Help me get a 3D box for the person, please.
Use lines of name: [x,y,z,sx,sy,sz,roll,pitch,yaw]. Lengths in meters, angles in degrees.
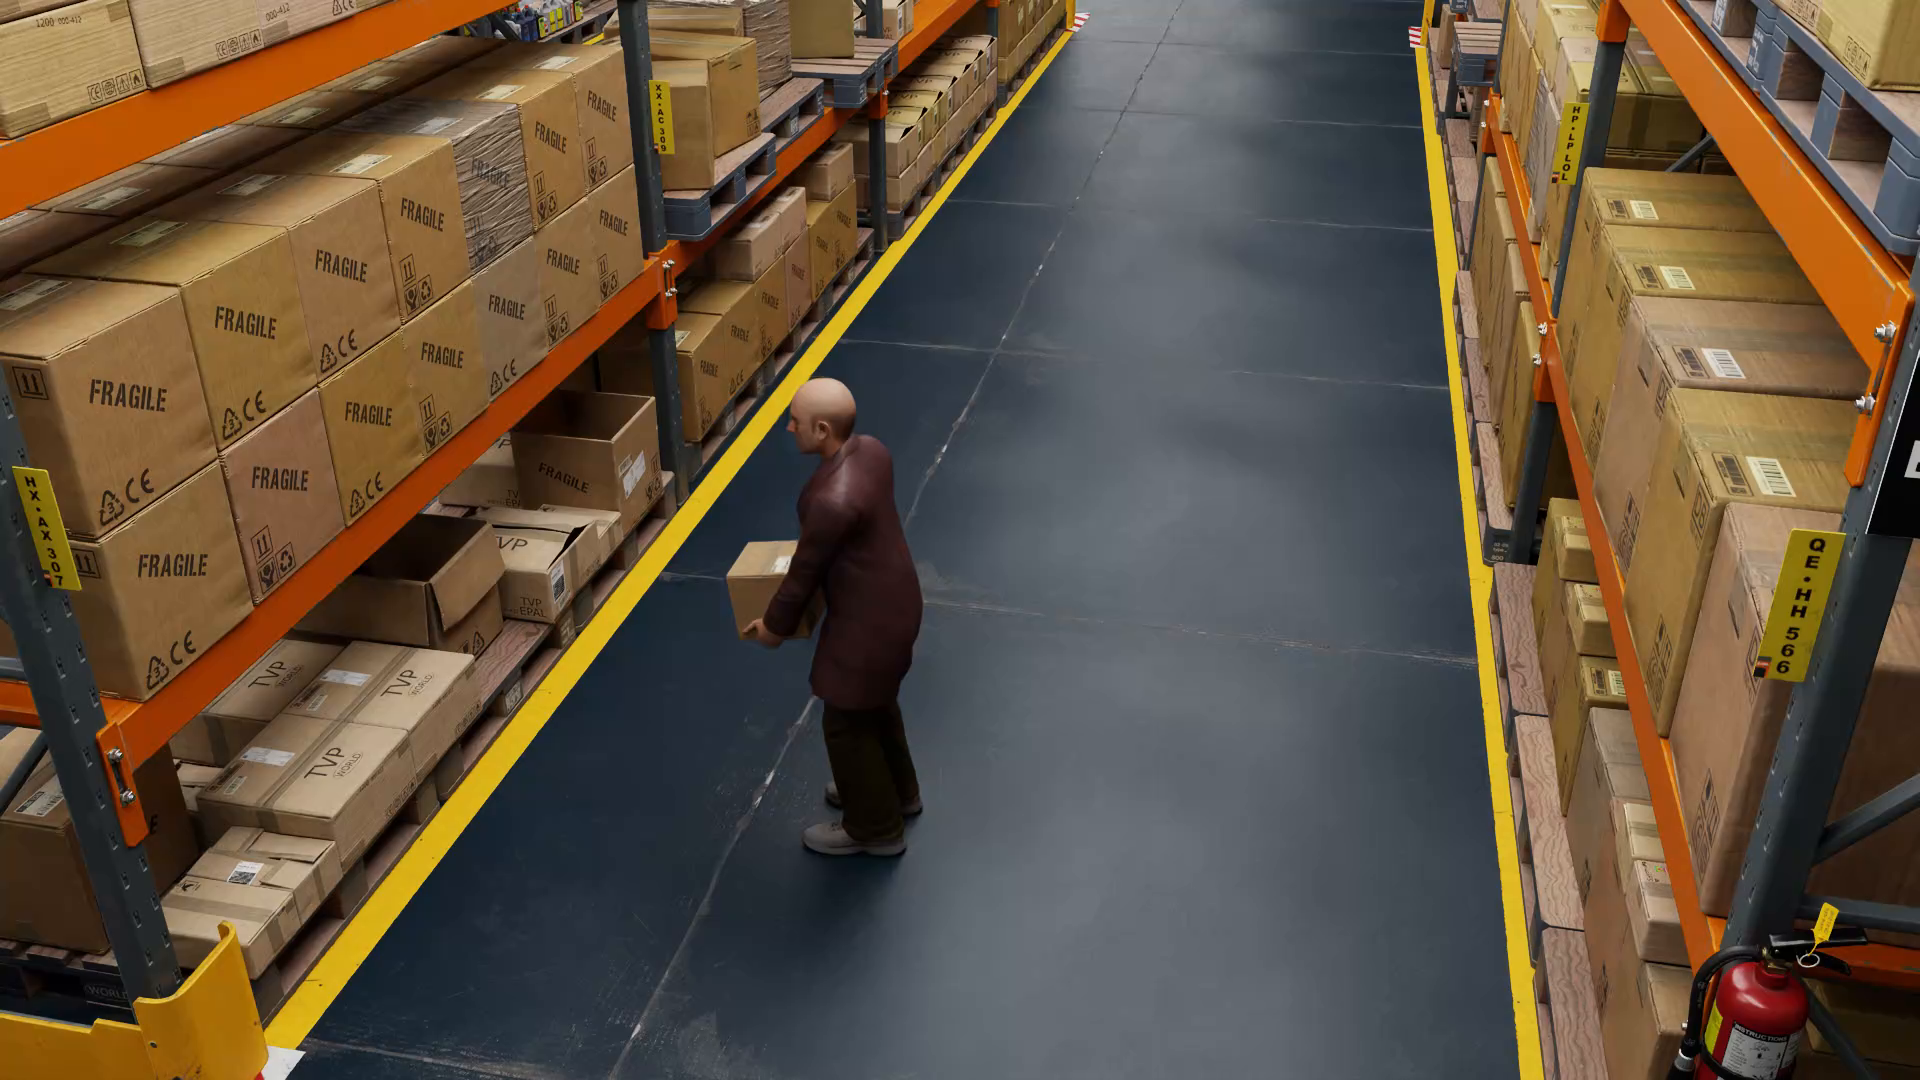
person: [-0.425,0.262,5.673,0.584,1.767,0.533,5,29,10]
